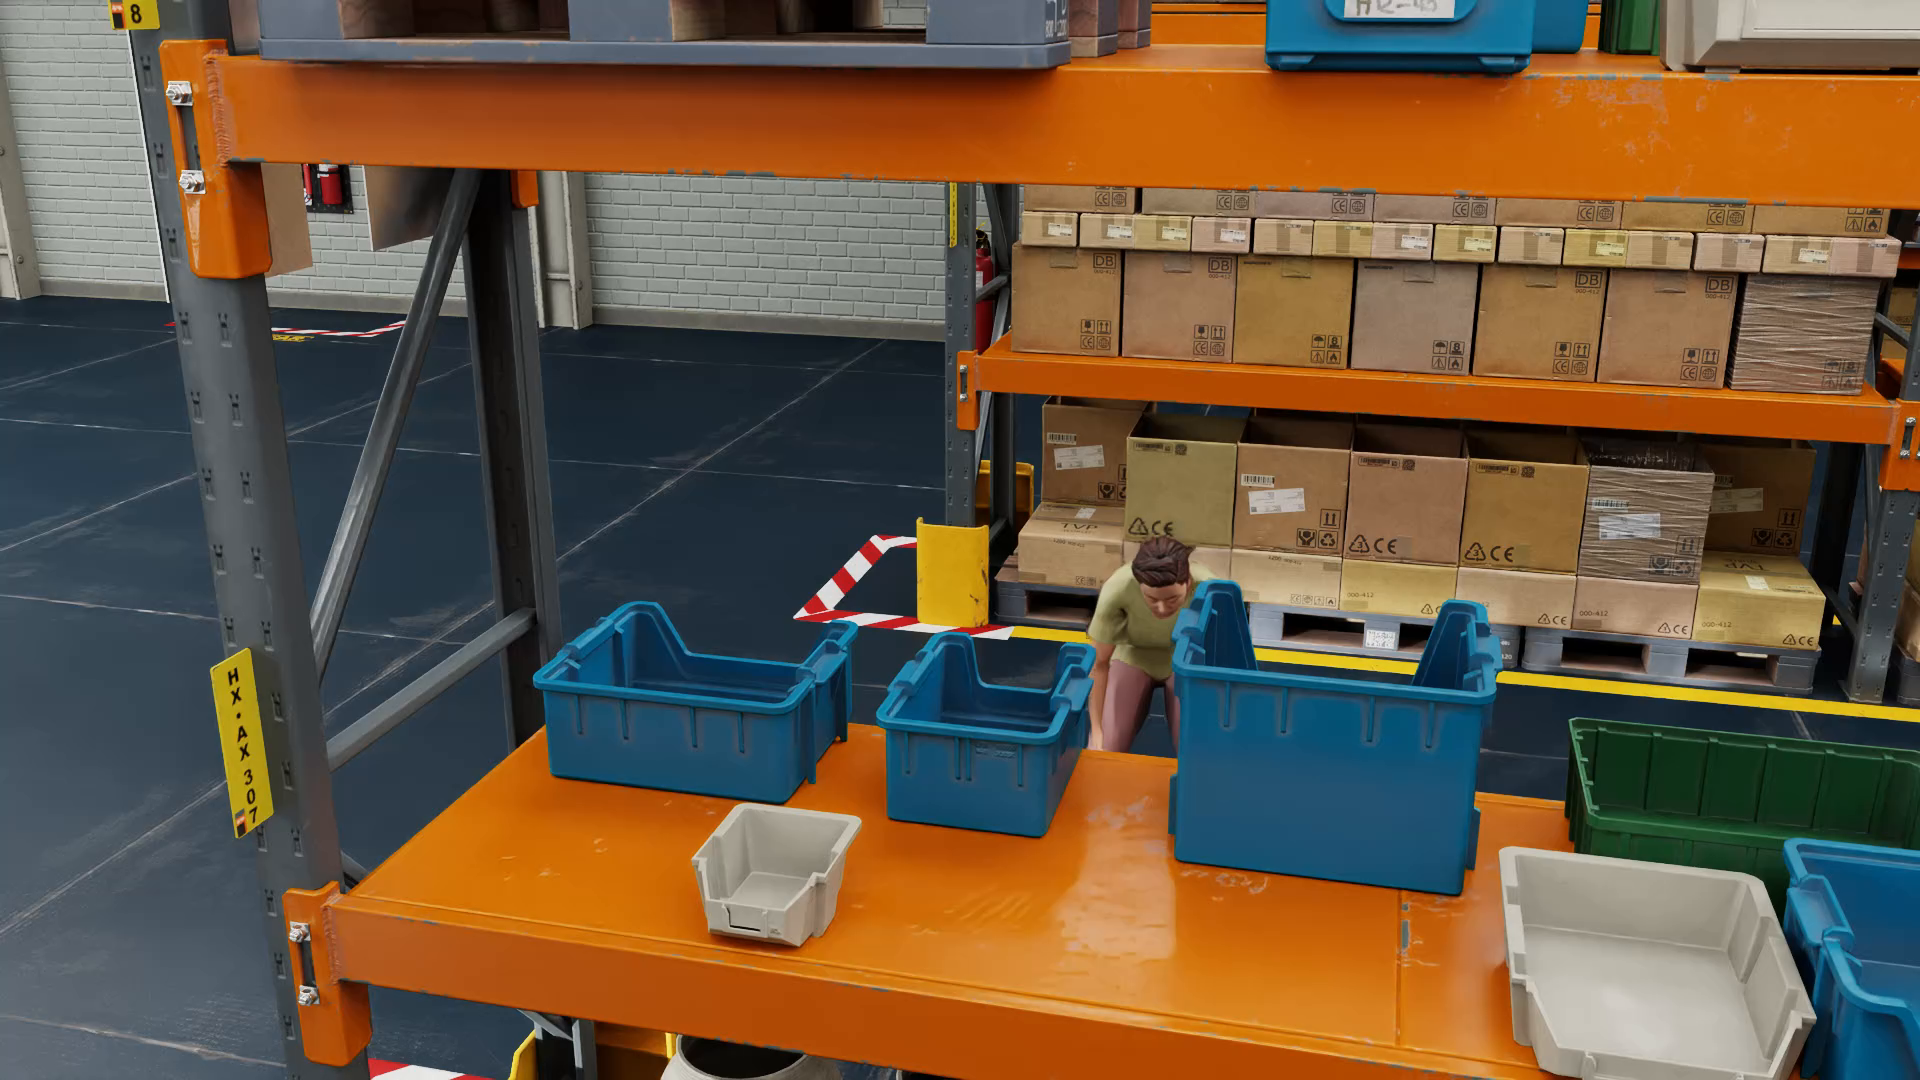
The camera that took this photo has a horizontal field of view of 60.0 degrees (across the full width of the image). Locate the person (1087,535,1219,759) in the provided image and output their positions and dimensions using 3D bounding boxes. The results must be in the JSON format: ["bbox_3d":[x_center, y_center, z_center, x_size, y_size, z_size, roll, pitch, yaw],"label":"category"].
[{"bbox_3d":[0.689,0.524,5.619,0.512,1.278,0.693,5,19,14],"label":"person"}]
